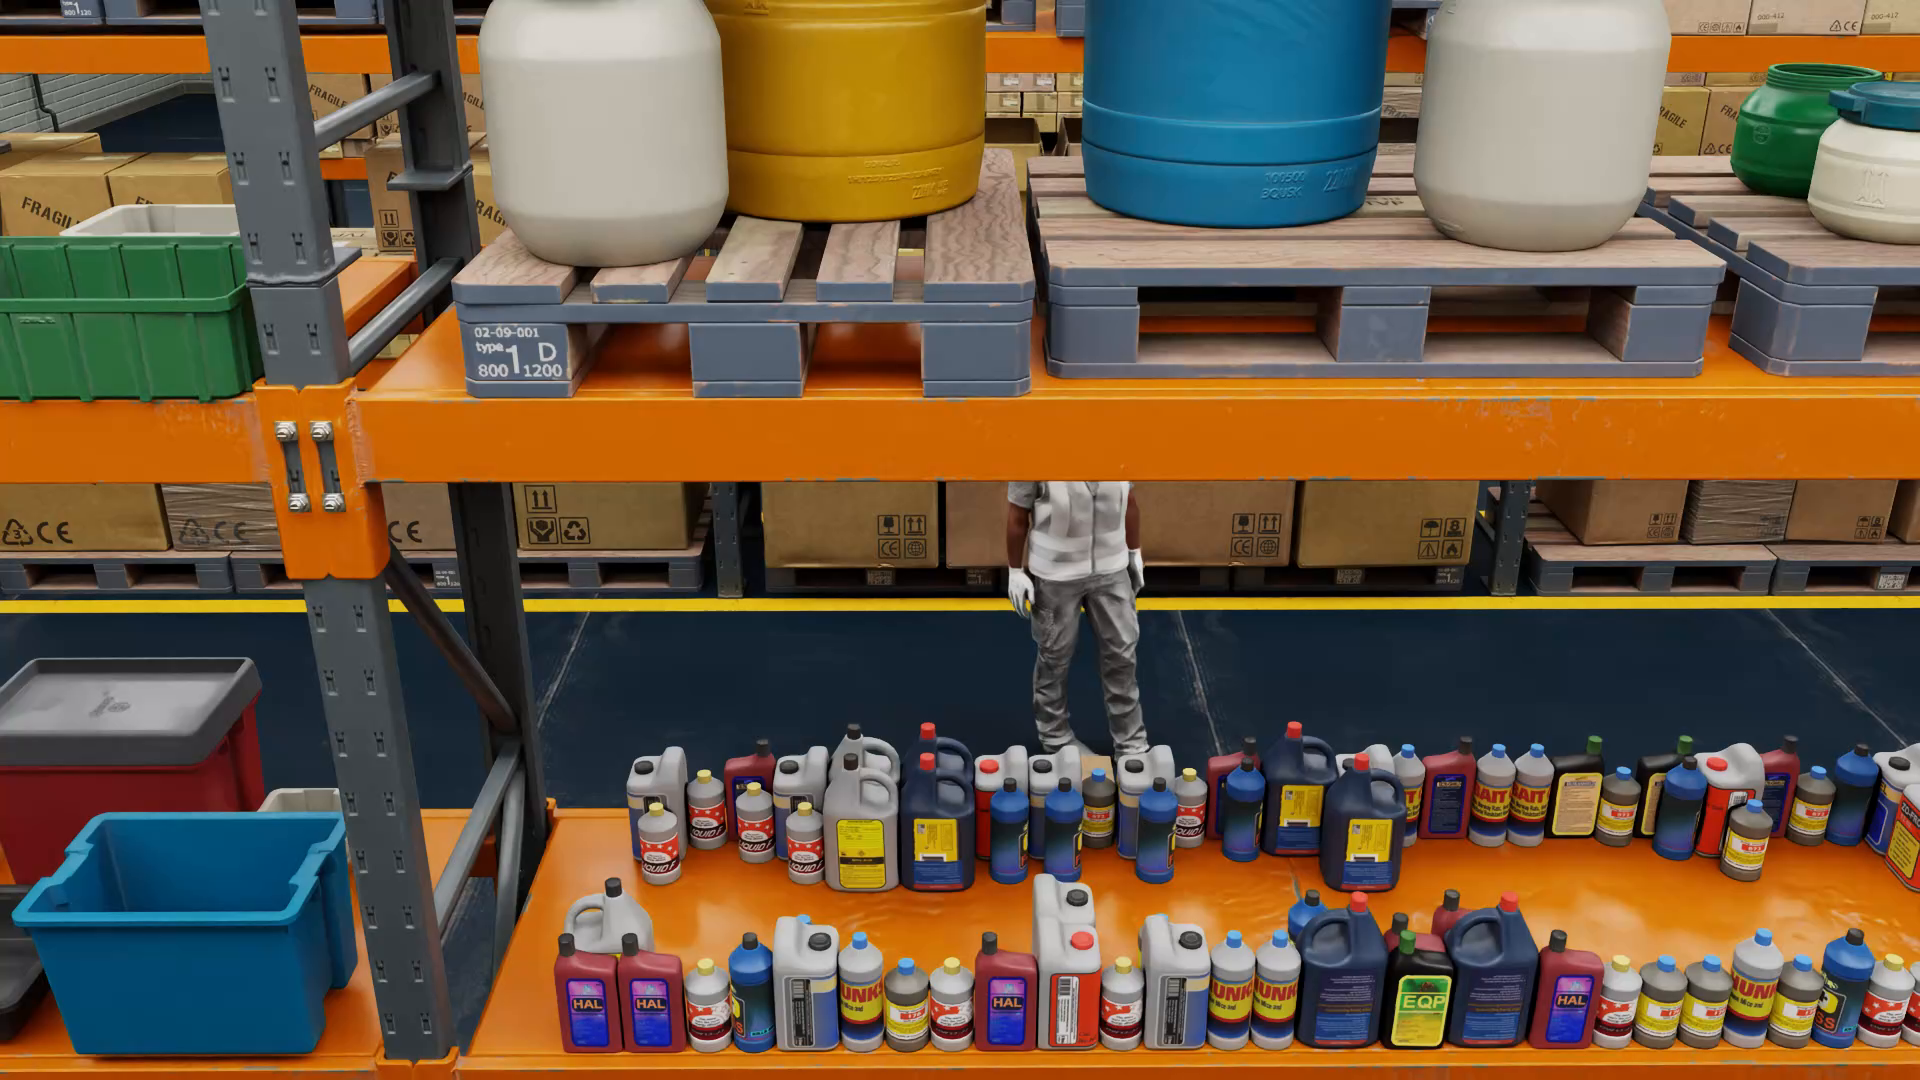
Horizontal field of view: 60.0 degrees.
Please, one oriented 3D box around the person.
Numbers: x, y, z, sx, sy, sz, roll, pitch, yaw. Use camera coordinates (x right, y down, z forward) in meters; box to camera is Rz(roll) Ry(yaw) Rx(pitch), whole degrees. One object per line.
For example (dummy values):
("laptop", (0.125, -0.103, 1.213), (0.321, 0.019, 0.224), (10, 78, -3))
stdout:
("person", (0.522, 0.163, 6.689), (0.583, 1.789, 0.571), (-9, 25, -19))
